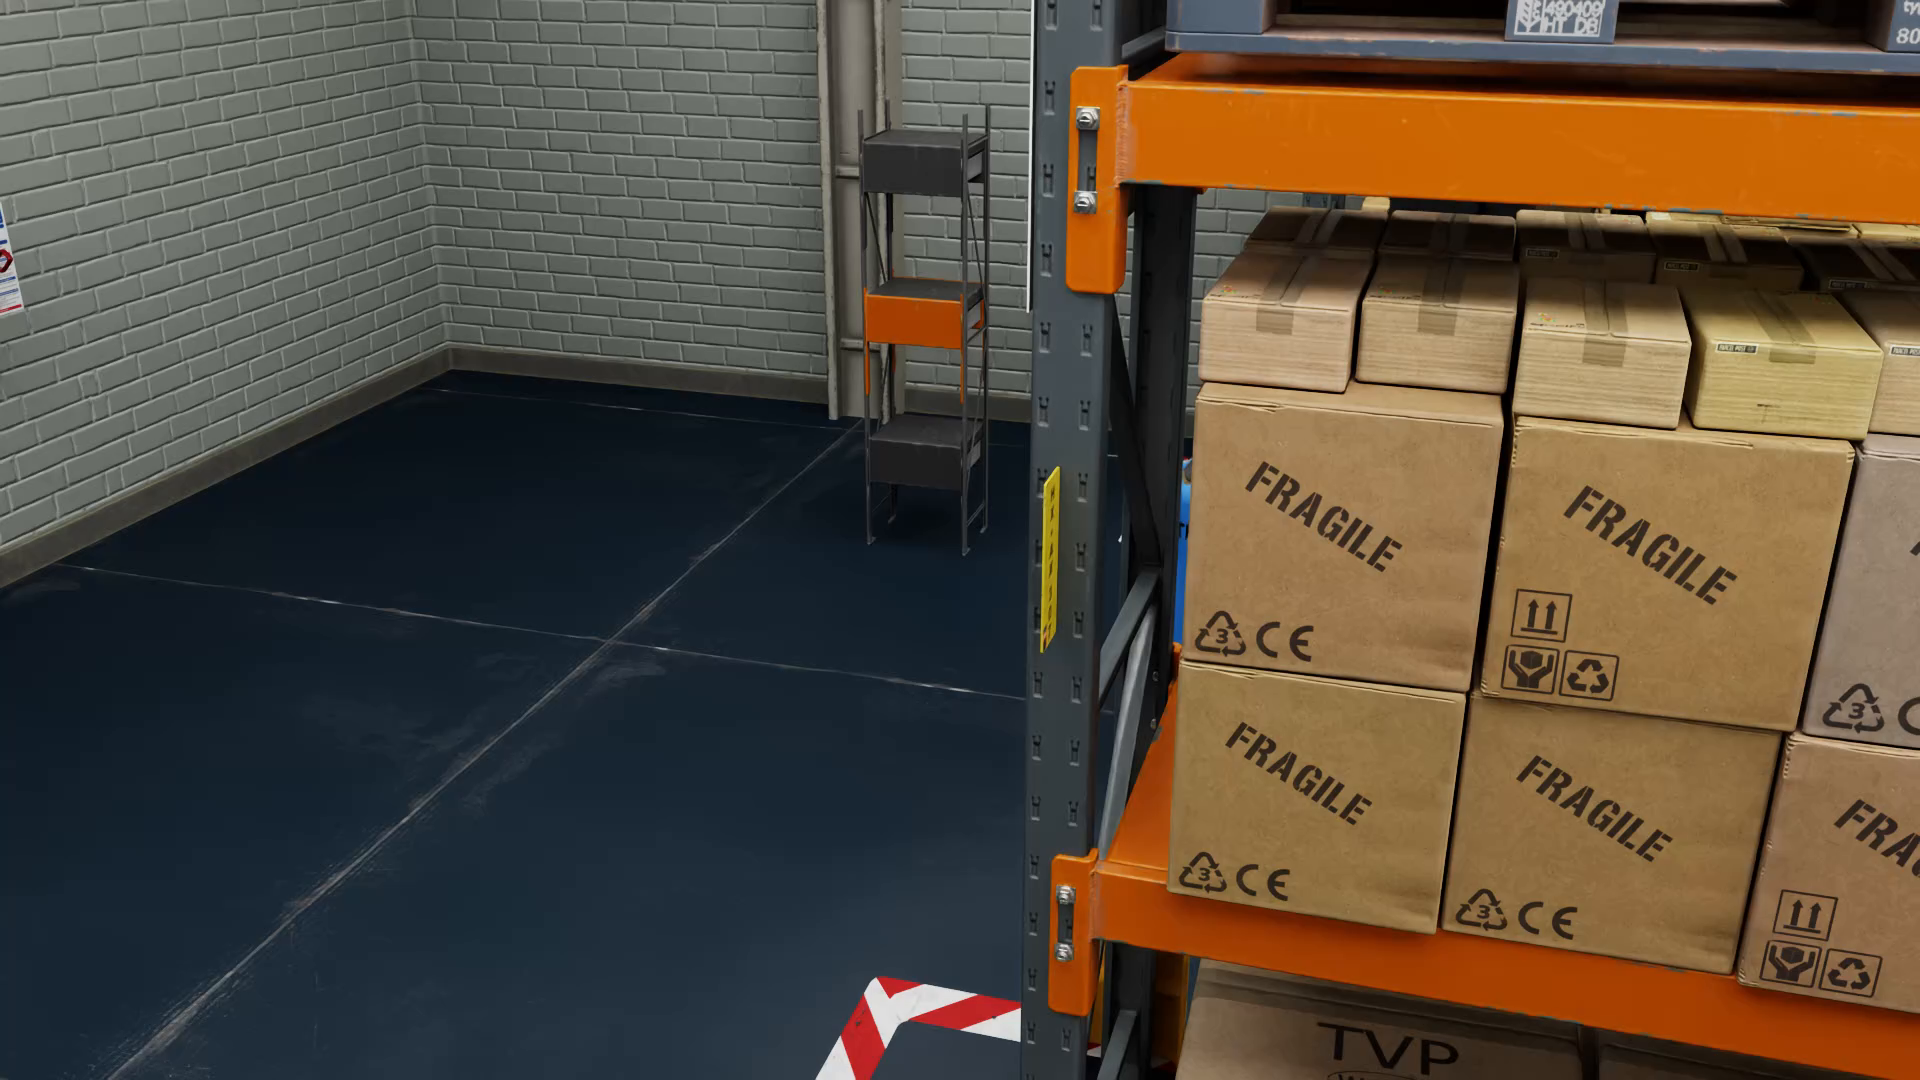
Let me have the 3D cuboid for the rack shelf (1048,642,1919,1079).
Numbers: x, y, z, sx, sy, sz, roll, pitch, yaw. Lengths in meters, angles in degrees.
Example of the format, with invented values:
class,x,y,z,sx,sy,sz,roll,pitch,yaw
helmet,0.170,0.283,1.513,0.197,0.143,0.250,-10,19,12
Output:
class,x,y,z,sx,sy,sz,roll,pitch,yaw
rack shelf,2.242,0.825,3.254,4.000,0.370,1.077,7,23,16

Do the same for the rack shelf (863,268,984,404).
class,x,y,z,sx,sy,sz,roll,pitch,yaw
rack shelf,-0.158,-0.977,7.921,0.480,0.518,0.431,7,23,16

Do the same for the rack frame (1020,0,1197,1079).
class,x,y,z,sx,sy,sz,roll,pitch,yaw
rack frame,0.328,0.273,3.652,0.127,3.000,1.000,7,23,16

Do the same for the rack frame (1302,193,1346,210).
class,x,y,z,sx,sy,sz,roll,pitch,yaw
rack frame,1.758,-1.531,8.049,0.127,3.000,1.000,7,23,16

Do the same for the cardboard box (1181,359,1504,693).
class,x,y,z,sx,sy,sz,roll,pitch,yaw
cardboard box,0.705,-0.080,3.062,0.500,0.500,0.500,6,23,14

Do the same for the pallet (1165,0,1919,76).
class,x,y,z,sx,sy,sz,roll,pitch,yaw
pallet,1.041,-0.996,2.910,1.213,0.211,1.003,7,23,15

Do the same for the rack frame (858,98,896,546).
class,x,y,z,sx,sy,sz,roll,pitch,yaw
rack frame,-0.392,-1.016,7.981,0.015,2.100,0.400,7,23,16

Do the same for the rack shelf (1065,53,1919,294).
class,x,y,z,sx,sy,sz,roll,pitch,yaw
rack shelf,2.242,-0.563,2.685,4.000,0.370,1.077,7,23,16

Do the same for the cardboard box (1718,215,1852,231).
class,x,y,z,sx,sy,sz,roll,pitch,yaw
cardboard box,3.551,-1.634,7.119,0.500,0.500,0.500,7,23,17

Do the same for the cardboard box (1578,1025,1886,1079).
class,x,y,z,sx,sy,sz,roll,pitch,yaw
cardboard box,1.867,1.397,3.733,0.875,0.438,0.875,7,23,17

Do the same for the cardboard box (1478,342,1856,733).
class,x,y,z,sx,sy,sz,roll,pitch,yaw
cardboard box,1.202,-0.026,2.931,0.500,0.500,0.500,6,23,14

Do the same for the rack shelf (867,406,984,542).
class,x,y,z,sx,sy,sz,roll,pitch,yaw
rack shelf,-0.158,-0.329,8.187,0.480,0.518,0.431,7,23,16

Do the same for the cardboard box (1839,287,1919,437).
class,x,y,z,sx,sy,sz,roll,pitch,yaw
cardboard box,1.599,-0.291,2.724,0.250,0.149,0.380,7,23,16

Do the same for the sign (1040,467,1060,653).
class,x,y,z,sx,sy,sz,roll,pitch,yaw
sign,0.162,0.037,2.982,0.005,0.325,0.100,7,23,16

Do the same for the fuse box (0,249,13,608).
class,x,y,z,sx,sy,sz,roll,pitch,yaw
fuse box,-4.331,-0.488,7.204,0.414,1.711,0.539,7,23,16

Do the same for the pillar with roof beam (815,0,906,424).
class,x,y,z,sx,sy,sz,roll,pitch,yaw
pillar with roof beam,-1.807,-3.365,4.617,0.400,9.000,9.100,7,23,16

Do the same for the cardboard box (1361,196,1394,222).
class,x,y,z,sx,sy,sz,roll,pitch,yaw
cardboard box,2.115,-1.451,7.661,0.500,0.250,0.500,7,23,16

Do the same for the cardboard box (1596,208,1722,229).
class,x,y,z,sx,sy,sz,roll,pitch,yaw
cardboard box,3.083,-1.342,7.394,0.500,0.250,0.500,6,23,14

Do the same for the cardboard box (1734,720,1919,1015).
class,x,y,z,sx,sy,sz,roll,pitch,yaw
cardboard box,1.678,0.491,2.988,0.500,0.500,0.500,6,23,15

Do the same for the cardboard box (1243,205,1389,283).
class,x,y,z,sx,sy,sz,roll,pitch,yaw
cardboard box,0.729,-0.569,3.401,0.250,0.149,0.380,7,23,16

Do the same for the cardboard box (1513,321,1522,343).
class,x,y,z,sx,sy,sz,roll,pitch,yaw
cardboard box,1.367,-0.223,3.411,0.500,0.500,0.500,7,23,16

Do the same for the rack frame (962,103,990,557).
class,x,y,z,sx,sy,sz,roll,pitch,yaw
rack frame,0.075,-0.963,7.851,0.015,2.100,0.400,7,23,16

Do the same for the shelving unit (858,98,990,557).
class,x,y,z,sx,sy,sz,roll,pitch,yaw
shelving unit,-0.158,-0.990,7.916,0.503,2.100,0.431,7,23,16

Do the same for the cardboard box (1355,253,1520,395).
class,x,y,z,sx,sy,sz,roll,pitch,yaw
cardboard box,0.859,-0.394,2.973,0.250,0.149,0.380,7,23,17

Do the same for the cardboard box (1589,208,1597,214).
class,x,y,z,sx,sy,sz,roll,pitch,yaw
cardboard box,2.597,-1.396,7.527,0.500,0.250,0.500,7,23,16

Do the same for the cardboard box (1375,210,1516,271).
class,x,y,z,sx,sy,sz,roll,pitch,yaw
cardboard box,0.979,-0.550,3.355,0.250,0.149,0.380,7,23,16

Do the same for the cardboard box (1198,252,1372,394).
class,x,y,z,sx,sy,sz,roll,pitch,yaw
cardboard box,0.588,-0.396,2.980,0.250,0.149,0.380,7,23,17

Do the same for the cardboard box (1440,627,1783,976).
class,x,y,z,sx,sy,sz,roll,pitch,yaw
cardboard box,1.197,0.429,3.140,0.500,0.500,0.500,6,23,15

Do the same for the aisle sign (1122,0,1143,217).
class,x,y,z,sx,sy,sz,roll,pitch,yaw
aisle sign,0.348,-1.050,3.452,0.004,0.787,0.394,7,23,16

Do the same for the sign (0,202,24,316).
class,x,y,z,sx,sy,sz,roll,pitch,yaw
sign,-4.386,-1.242,7.471,0.001,0.494,0.329,7,23,16

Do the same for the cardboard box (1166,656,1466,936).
class,x,y,z,sx,sy,sz,roll,pitch,yaw
cardboard box,0.704,0.384,3.250,0.500,0.500,0.500,6,23,15

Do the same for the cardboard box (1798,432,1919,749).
class,x,y,z,sx,sy,sz,roll,pitch,yaw
cardboard box,1.697,0.028,2.800,0.500,0.500,0.500,6,23,15

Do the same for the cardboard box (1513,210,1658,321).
class,x,y,z,sx,sy,sz,roll,pitch,yaw
cardboard box,1.251,-0.552,3.360,0.250,0.149,0.380,6,23,15

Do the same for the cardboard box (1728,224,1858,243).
class,x,y,z,sx,sy,sz,roll,pitch,yaw
cardboard box,3.579,-1.293,7.277,0.500,0.250,0.500,6,23,14

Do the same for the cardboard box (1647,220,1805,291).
class,x,y,z,sx,sy,sz,roll,pitch,yaw
cardboard box,1.480,-0.510,3.257,0.250,0.149,0.380,7,23,17

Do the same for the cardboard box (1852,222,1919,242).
class,x,y,z,sx,sy,sz,roll,pitch,yaw
cardboard box,4.072,-1.237,7.138,0.500,0.250,0.500,6,23,15

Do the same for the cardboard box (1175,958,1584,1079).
class,x,y,z,sx,sy,sz,roll,pitch,yaw
cardboard box,0.988,1.300,3.970,0.875,0.438,0.875,6,23,14

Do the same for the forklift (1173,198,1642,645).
class,x,y,z,sx,sy,sz,roll,pitch,yaw
forklift,2.156,-0.384,5.344,3.031,2.935,1.130,16,27,33

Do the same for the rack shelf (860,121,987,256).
class,x,y,z,sx,sy,sz,roll,pitch,yaw
rack shelf,-0.158,-1.625,7.655,0.480,0.518,0.431,7,23,16

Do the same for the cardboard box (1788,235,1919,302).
class,x,y,z,sx,sy,sz,roll,pitch,yaw
cardboard box,1.710,-0.456,3.124,0.250,0.149,0.380,6,23,15

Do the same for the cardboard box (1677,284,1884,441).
class,x,y,z,sx,sy,sz,roll,pitch,yaw
cardboard box,1.332,-0.301,2.747,0.250,0.149,0.380,6,23,14

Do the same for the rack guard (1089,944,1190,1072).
class,x,y,z,sx,sy,sz,roll,pitch,yaw
rack guard,0.305,1.427,4.133,0.348,0.500,1.175,7,23,16

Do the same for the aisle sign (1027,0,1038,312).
class,x,y,z,sx,sy,sz,roll,pitch,yaw
aisle sign,0.175,-0.832,2.921,0.004,0.787,0.394,7,23,16

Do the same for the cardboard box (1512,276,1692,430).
class,x,y,z,sx,sy,sz,roll,pitch,yaw
cardboard box,1.075,-0.323,2.802,0.250,0.149,0.380,7,23,17
